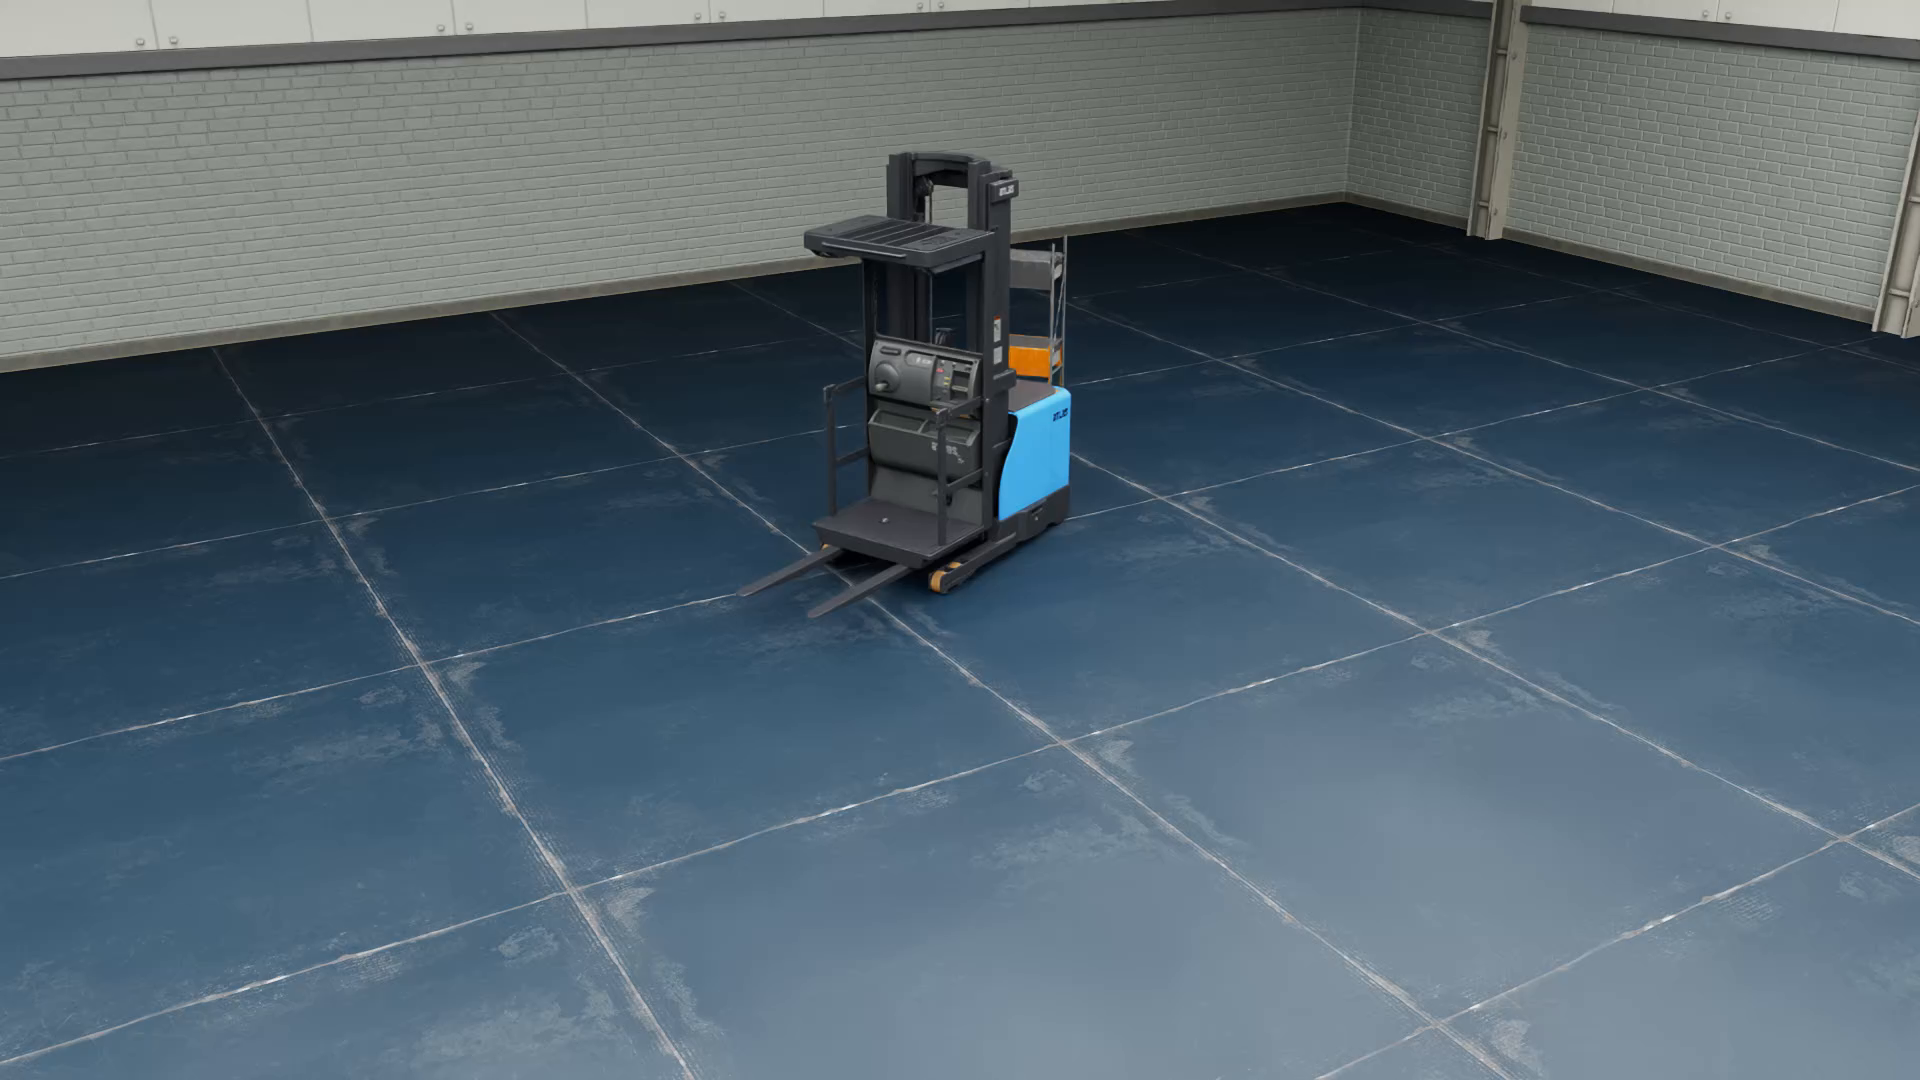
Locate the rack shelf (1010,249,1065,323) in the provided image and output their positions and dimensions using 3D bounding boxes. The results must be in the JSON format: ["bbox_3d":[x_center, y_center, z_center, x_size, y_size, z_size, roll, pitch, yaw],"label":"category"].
[{"bbox_3d":[0.546,-2.038,13.199,0.480,0.518,0.431,7,22,17],"label":"rack shelf"}]

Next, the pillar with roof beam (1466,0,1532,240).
[{"bbox_3d":[3.637,-7.586,19.524,9.100,9.000,0.400,-13,25,-28],"label":"pillar with roof beam"}]

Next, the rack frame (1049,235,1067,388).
[{"bbox_3d":[0.778,-1.369,13.373,0.015,2.100,0.400,7,22,17],"label":"rack frame"}]

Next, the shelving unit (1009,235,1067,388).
[{"bbox_3d":[0.546,-1.397,13.444,0.503,2.100,0.431,7,22,17],"label":"shelving unit"}]

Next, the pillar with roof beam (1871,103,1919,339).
[{"bbox_3d":[6.701,-5.644,14.746,9.100,9.000,0.400,-13,25,-28],"label":"pillar with roof beam"}]

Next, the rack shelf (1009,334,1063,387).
[{"bbox_3d":[0.546,-1.384,13.449,0.480,0.518,0.431,7,22,17],"label":"rack shelf"}]

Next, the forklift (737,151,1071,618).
[{"bbox_3d":[-0.381,-1.178,11.817,1.130,2.935,3.031,15,26,32],"label":"forklift"}]
